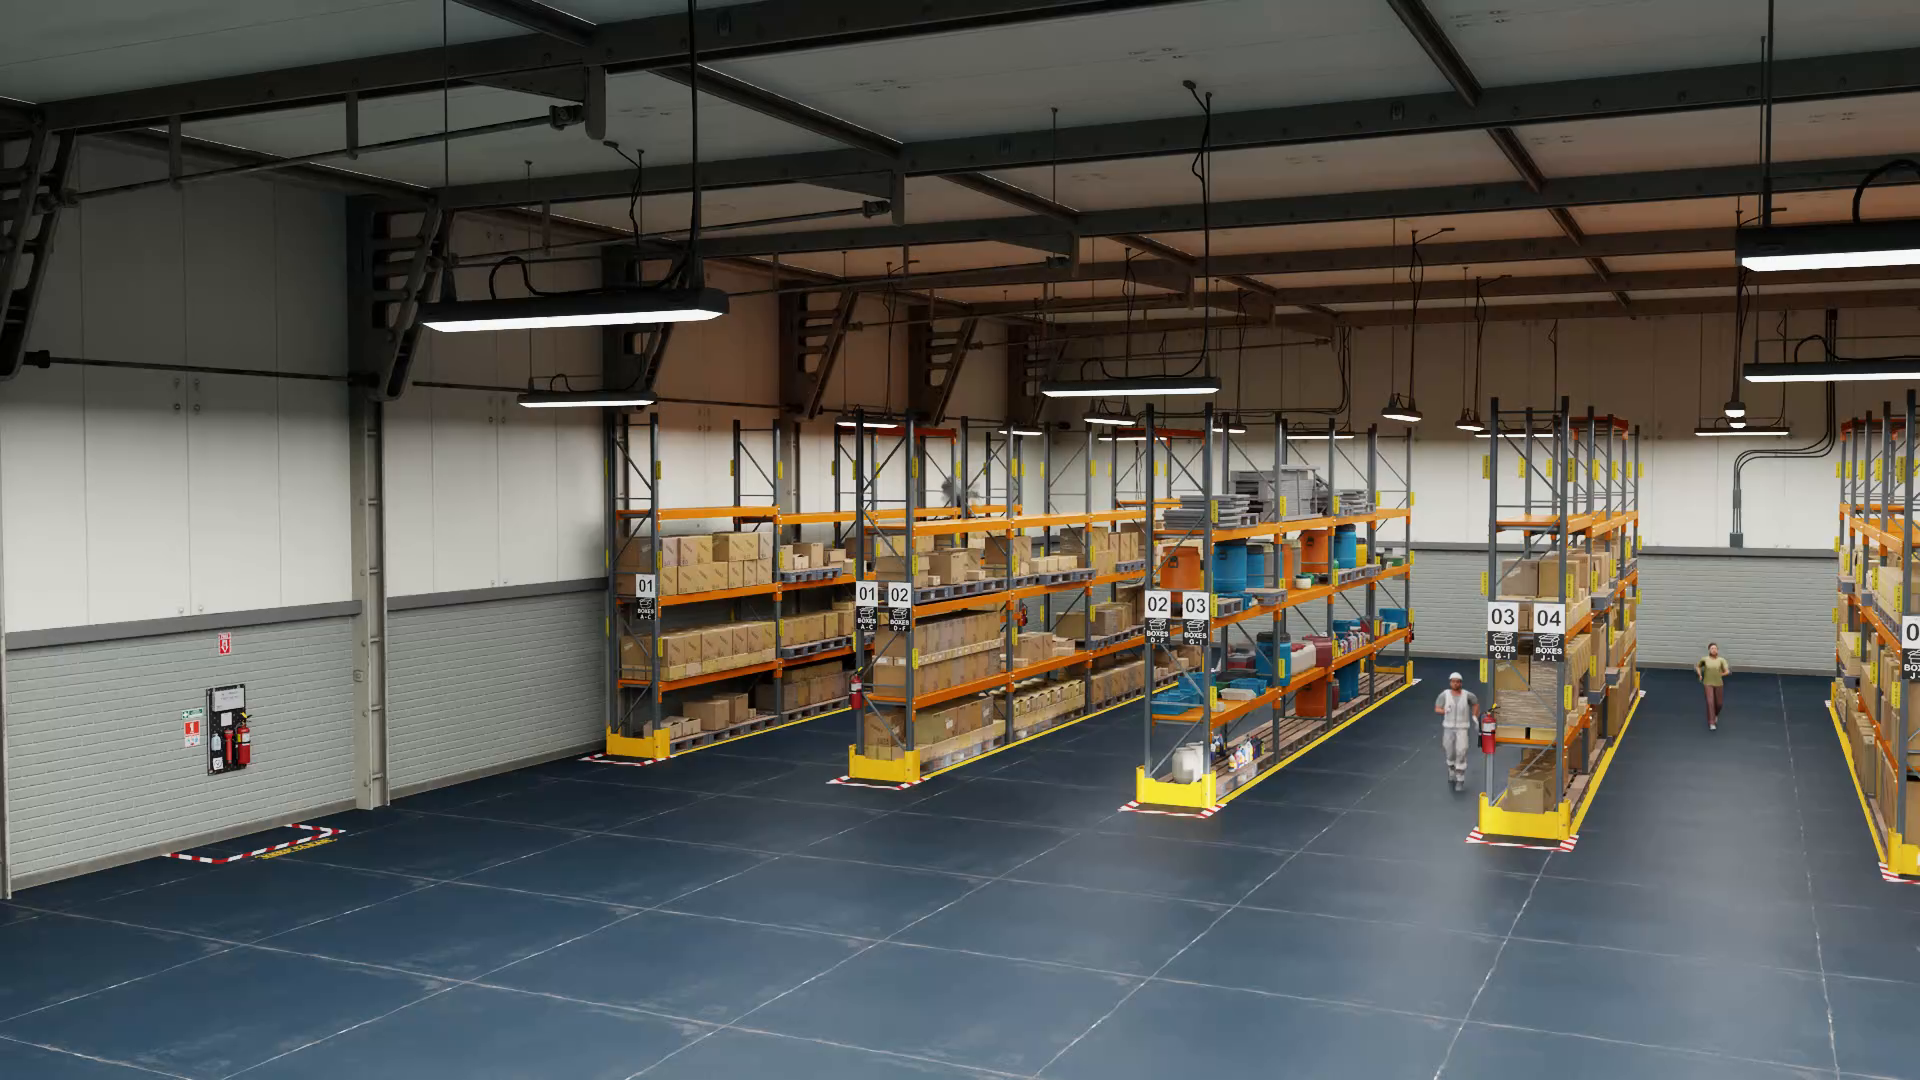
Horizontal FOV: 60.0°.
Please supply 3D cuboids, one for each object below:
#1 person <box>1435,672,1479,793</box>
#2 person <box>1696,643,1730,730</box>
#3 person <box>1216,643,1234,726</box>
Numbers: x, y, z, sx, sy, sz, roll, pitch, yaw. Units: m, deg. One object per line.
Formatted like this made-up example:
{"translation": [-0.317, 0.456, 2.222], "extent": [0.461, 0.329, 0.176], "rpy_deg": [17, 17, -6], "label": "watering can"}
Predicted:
{"translation": [7.807, 3.000, 26.147], "extent": [0.648, 1.845, 0.799], "rpy_deg": [1, 3, 23], "label": "person"}
{"translation": [14.571, 2.816, 32.185], "extent": [0.588, 1.643, 0.896], "rpy_deg": [1, 3, 18], "label": "person"}
{"translation": [5.336, 2.832, 32.829], "extent": [0.550, 1.599, 0.859], "rpy_deg": [1, 3, 25], "label": "person"}
